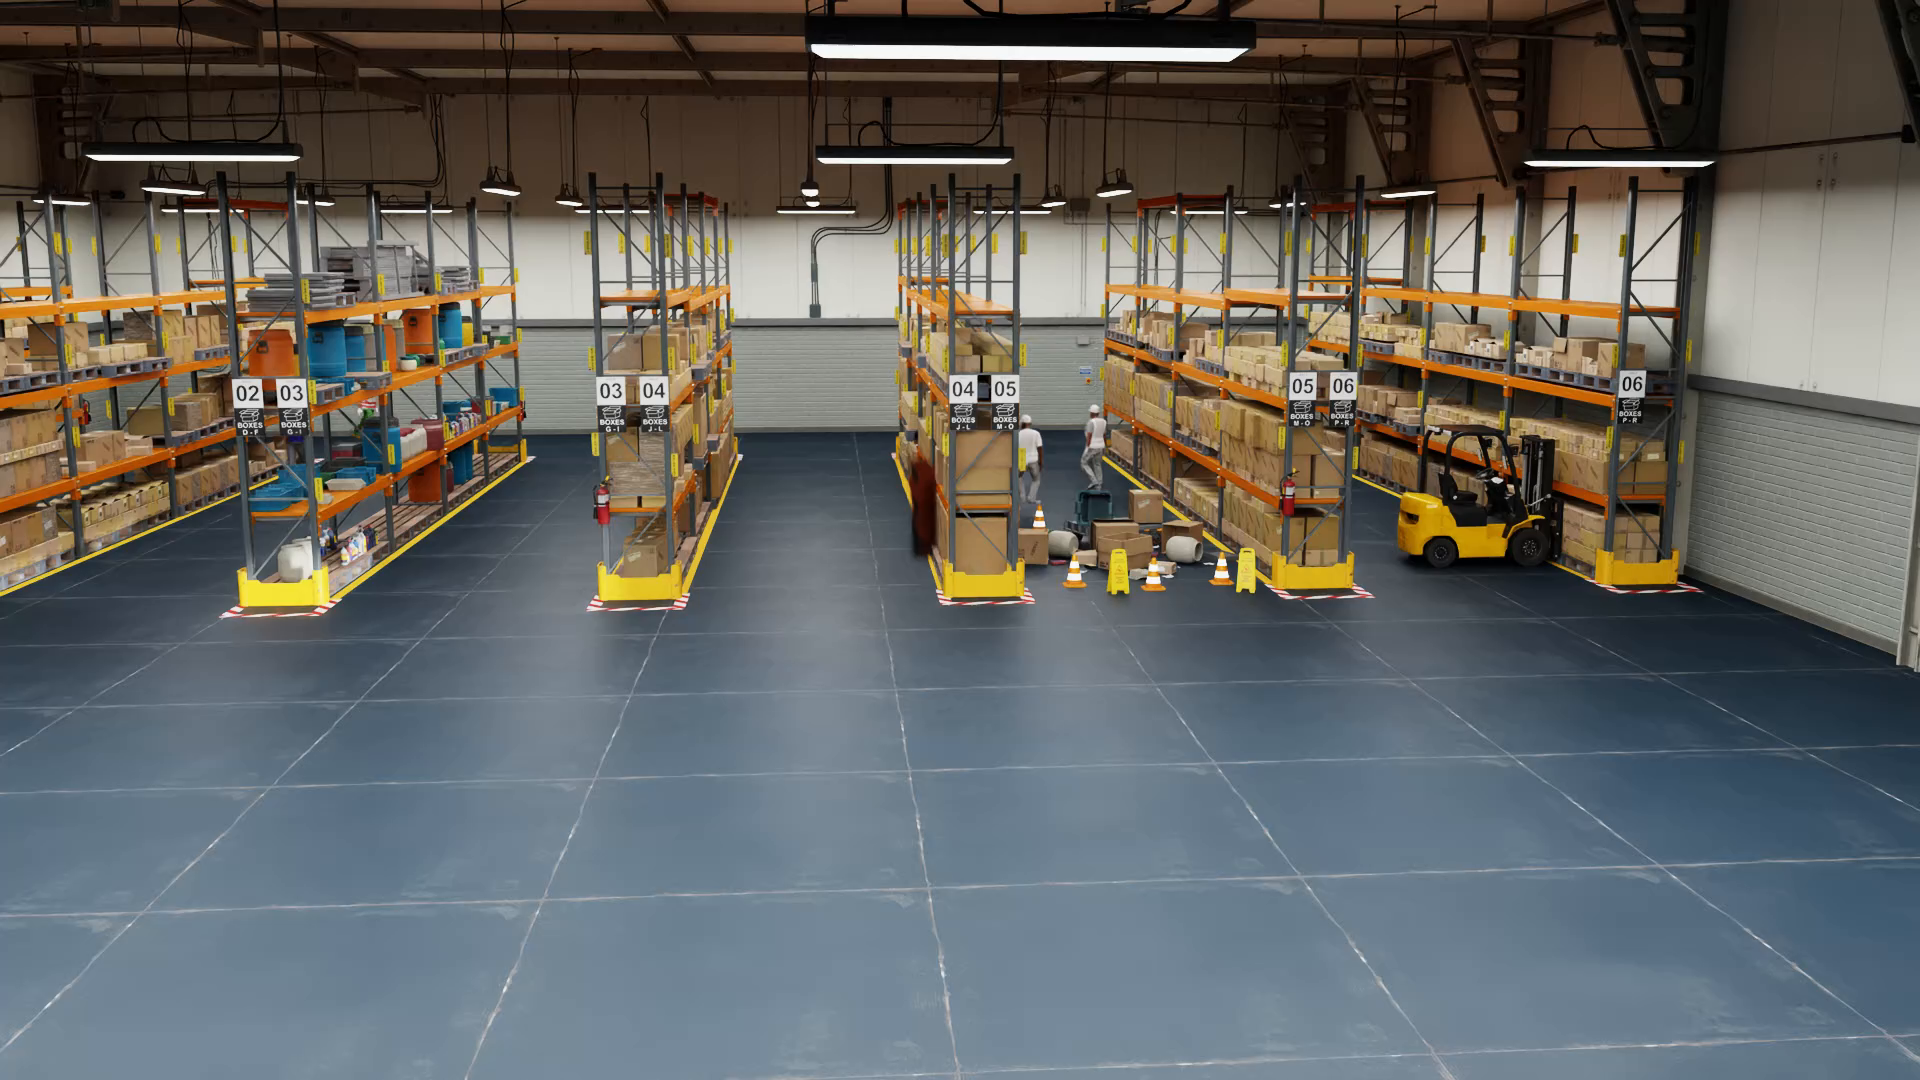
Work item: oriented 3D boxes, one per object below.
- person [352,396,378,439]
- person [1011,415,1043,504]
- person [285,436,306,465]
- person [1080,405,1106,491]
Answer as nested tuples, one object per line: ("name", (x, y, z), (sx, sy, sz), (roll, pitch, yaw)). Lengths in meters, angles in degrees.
("person", (-15.293, -3.393, 42.982), (1.140, 1.728, 0.527), (3, 10, 16))
("person", (1.246, -1.506, 30.981), (0.604, 1.655, 0.588), (0, 10, 2))
("person", (-13.966, -1.959, 35.065), (0.452, 1.610, 0.843), (-1, 10, -7))
("person", (2.793, -1.892, 34.286), (0.609, 1.785, 0.445), (-9, 13, -41))
